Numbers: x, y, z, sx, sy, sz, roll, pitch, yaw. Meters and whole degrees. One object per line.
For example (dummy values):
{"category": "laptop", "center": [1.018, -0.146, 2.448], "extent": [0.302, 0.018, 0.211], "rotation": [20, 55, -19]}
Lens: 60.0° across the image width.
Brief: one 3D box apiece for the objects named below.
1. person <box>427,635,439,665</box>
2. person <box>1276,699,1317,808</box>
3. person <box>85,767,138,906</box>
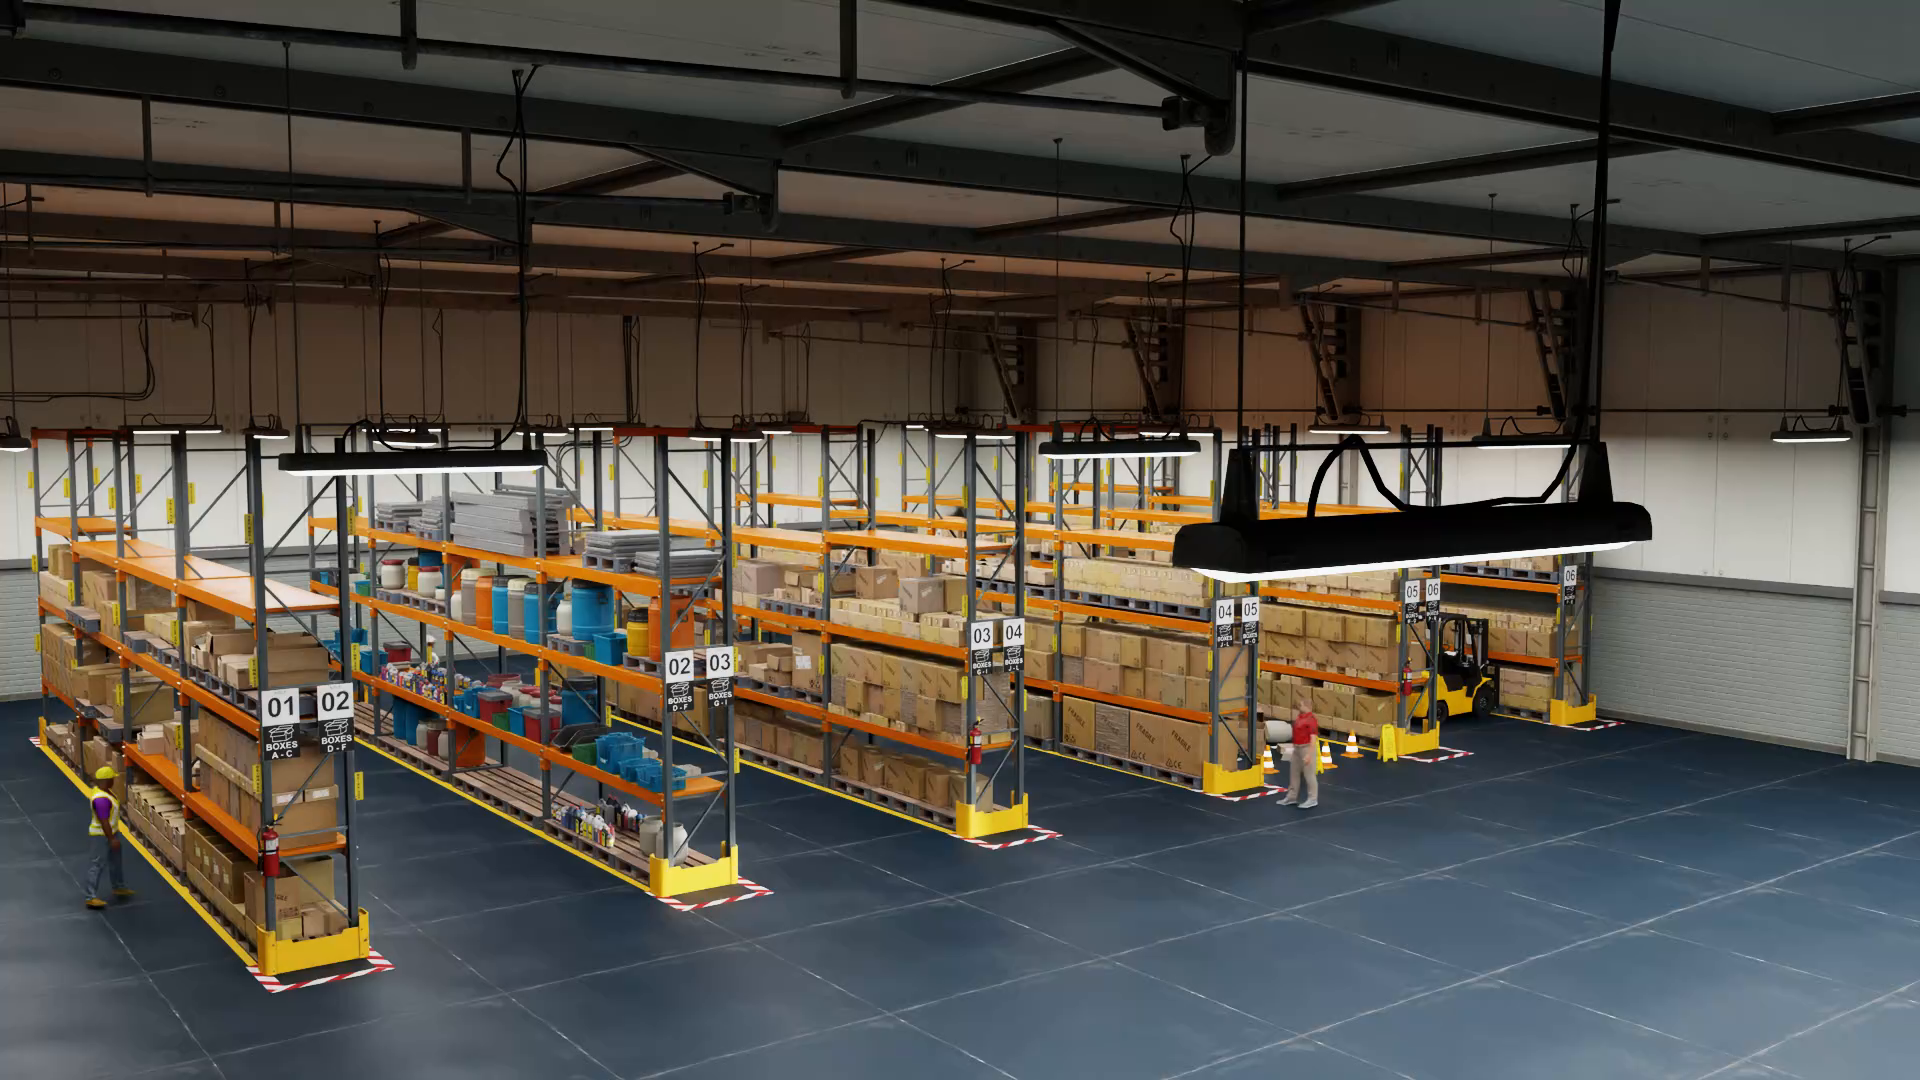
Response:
{"category": "person", "center": [-10.706, 2.814, 33.704], "extent": [0.443, 1.805, 0.623], "rotation": [0, 4, -3]}
{"category": "person", "center": [5.415, 3.391, 26.474], "extent": [0.533, 1.740, 0.603], "rotation": [-2, 5, -22]}
{"category": "person", "center": [-10.948, 3.786, 21.361], "extent": [0.523, 1.797, 0.701], "rotation": [-1, 5, -13]}
